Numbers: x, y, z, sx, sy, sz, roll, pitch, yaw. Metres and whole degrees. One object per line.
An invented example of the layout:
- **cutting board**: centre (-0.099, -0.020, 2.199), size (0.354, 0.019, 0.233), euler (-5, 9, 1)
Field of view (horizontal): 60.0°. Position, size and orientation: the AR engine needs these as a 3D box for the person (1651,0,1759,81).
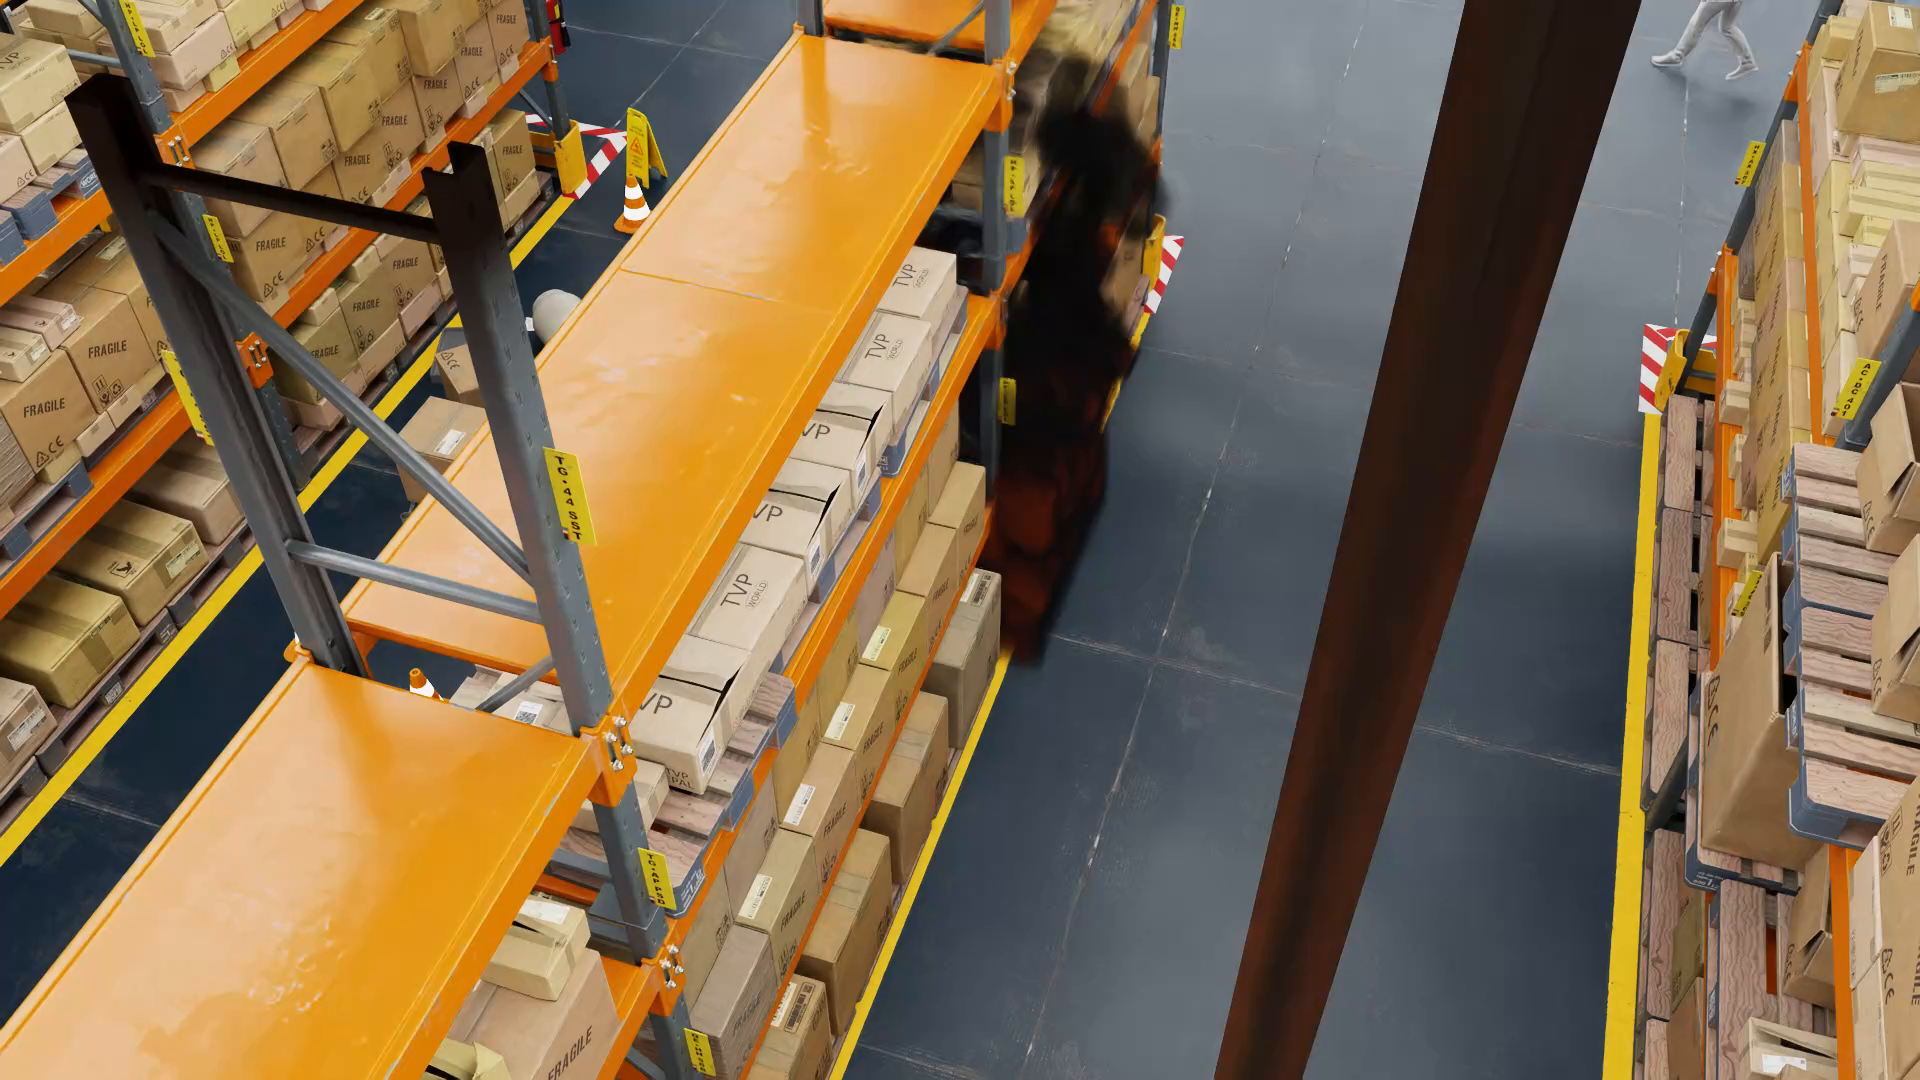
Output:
- **person**: centre (6.790, -4.847, 14.657), size (0.920, 1.701, 0.612), euler (35, 55, 29)
